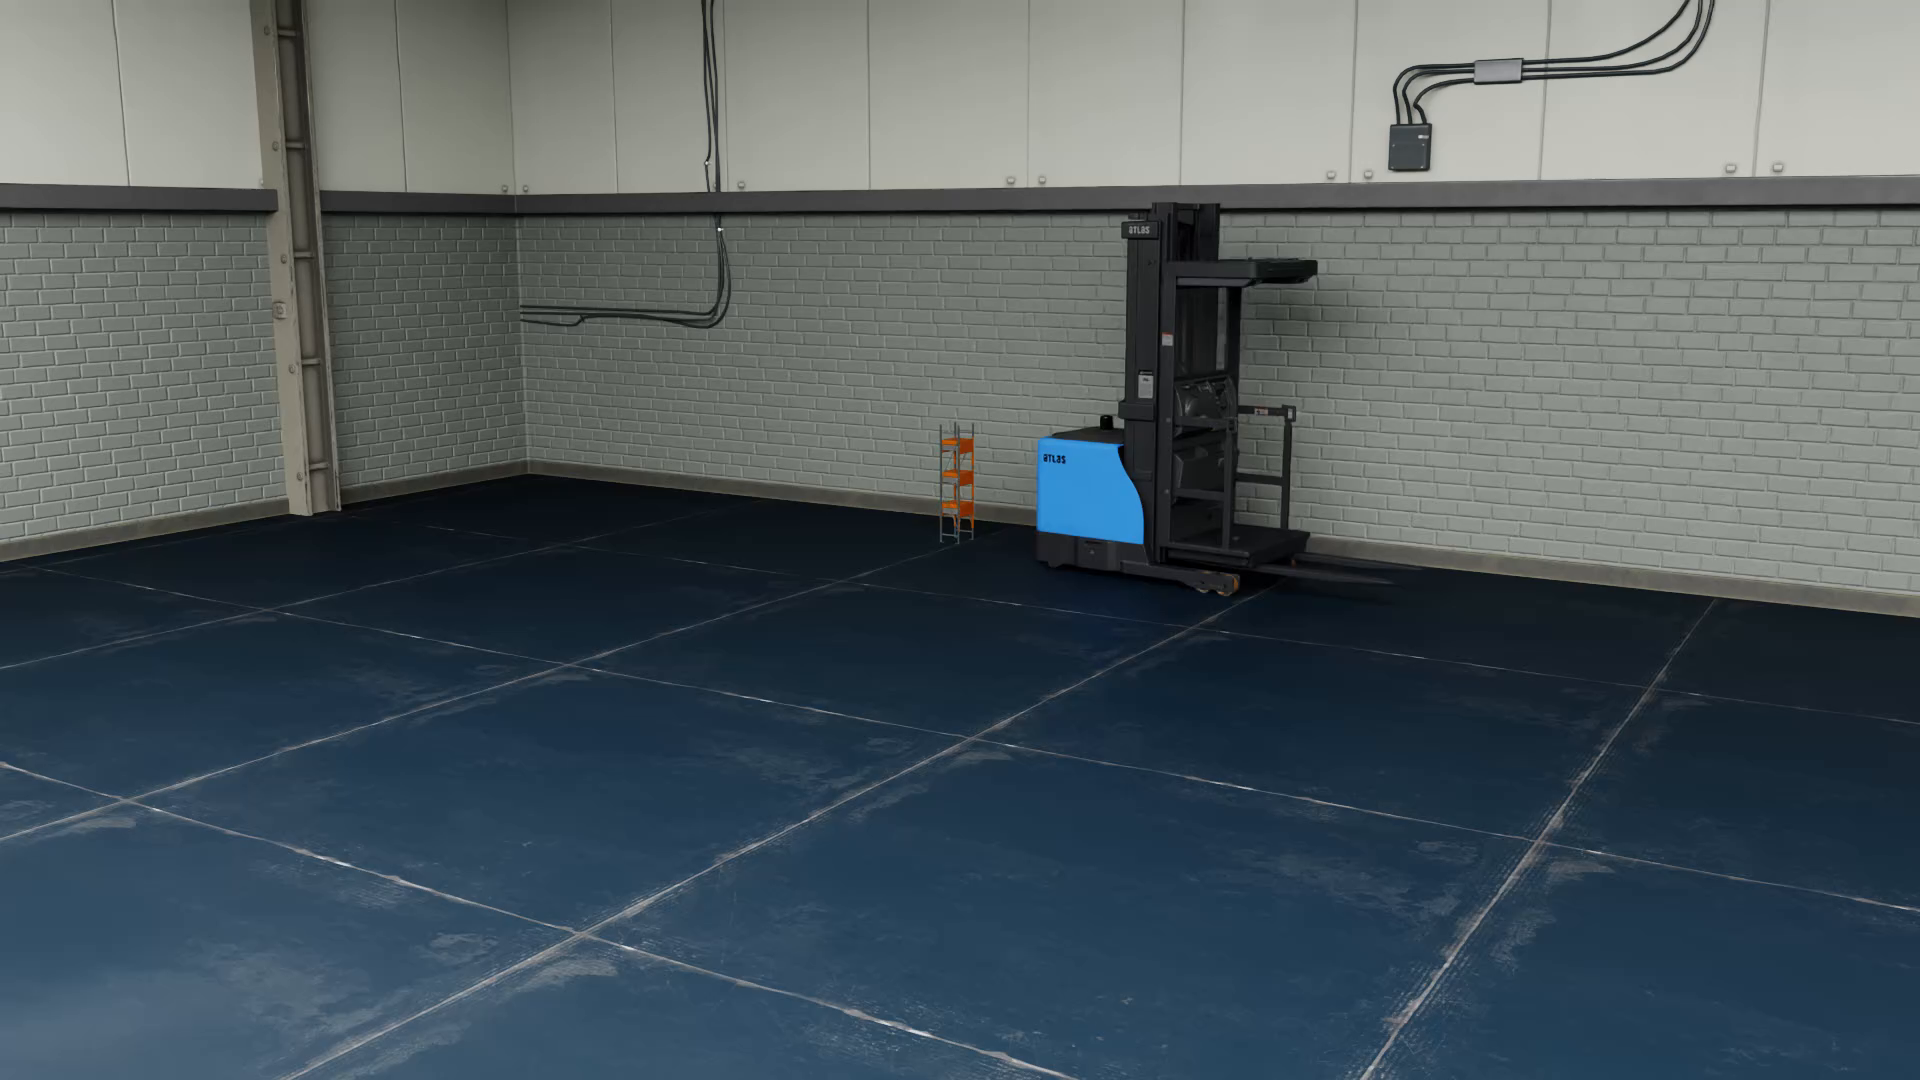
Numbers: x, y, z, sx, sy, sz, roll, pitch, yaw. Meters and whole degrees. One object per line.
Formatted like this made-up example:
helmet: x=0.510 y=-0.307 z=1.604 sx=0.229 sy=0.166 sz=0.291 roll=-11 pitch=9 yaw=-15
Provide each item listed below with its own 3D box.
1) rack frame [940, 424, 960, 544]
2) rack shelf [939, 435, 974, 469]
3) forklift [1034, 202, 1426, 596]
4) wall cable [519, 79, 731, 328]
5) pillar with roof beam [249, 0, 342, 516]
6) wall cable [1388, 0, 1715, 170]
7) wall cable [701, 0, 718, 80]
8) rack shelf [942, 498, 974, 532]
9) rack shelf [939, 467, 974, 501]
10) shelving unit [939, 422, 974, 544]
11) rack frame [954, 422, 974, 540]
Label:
rack frame: x=-0.091 y=-0.488 z=14.625 sx=0.200 sy=1.050 sz=0.008 roll=6 pitch=12 yaw=31
rack shelf: x=-0.028 y=-0.776 z=14.677 sx=0.215 sy=0.259 sz=0.240 roll=6 pitch=12 yaw=31
forklift: x=2.097 y=-1.126 z=12.916 sx=3.031 sy=2.935 sz=1.130 roll=8 pitch=13 yaw=36
wall cable: x=-3.686 y=-3.513 z=17.615 sx=3.097 sy=2.526 sz=0.112 roll=6 pitch=12 yaw=31
pillar with roof beam: x=-2.666 y=-4.291 z=13.332 sx=9.100 sy=9.000 sz=0.400 roll=6 pitch=12 yaw=31
wall cable: x=4.420 y=-5.801 z=12.159 sx=2.305 sy=6.003 sz=0.169 roll=6 pitch=12 yaw=31
wall cable: x=-1.374 y=-5.737 z=15.770 sx=3.097 sy=2.526 sz=0.112 roll=6 pitch=12 yaw=31
rack shelf: x=-0.028 y=-0.224 z=14.780 sx=0.215 sy=0.259 sz=0.240 roll=6 pitch=12 yaw=31
rack shelf: x=-0.028 y=-0.497 z=14.729 sx=0.215 sy=0.259 sz=0.240 roll=6 pitch=12 yaw=31
shelving unit: x=-0.028 y=-0.508 z=14.727 sx=0.215 sy=1.050 sz=0.252 roll=6 pitch=12 yaw=31
rack frame: x=0.036 y=-0.527 z=14.830 sx=0.200 sy=1.050 sz=0.008 roll=6 pitch=12 yaw=31
